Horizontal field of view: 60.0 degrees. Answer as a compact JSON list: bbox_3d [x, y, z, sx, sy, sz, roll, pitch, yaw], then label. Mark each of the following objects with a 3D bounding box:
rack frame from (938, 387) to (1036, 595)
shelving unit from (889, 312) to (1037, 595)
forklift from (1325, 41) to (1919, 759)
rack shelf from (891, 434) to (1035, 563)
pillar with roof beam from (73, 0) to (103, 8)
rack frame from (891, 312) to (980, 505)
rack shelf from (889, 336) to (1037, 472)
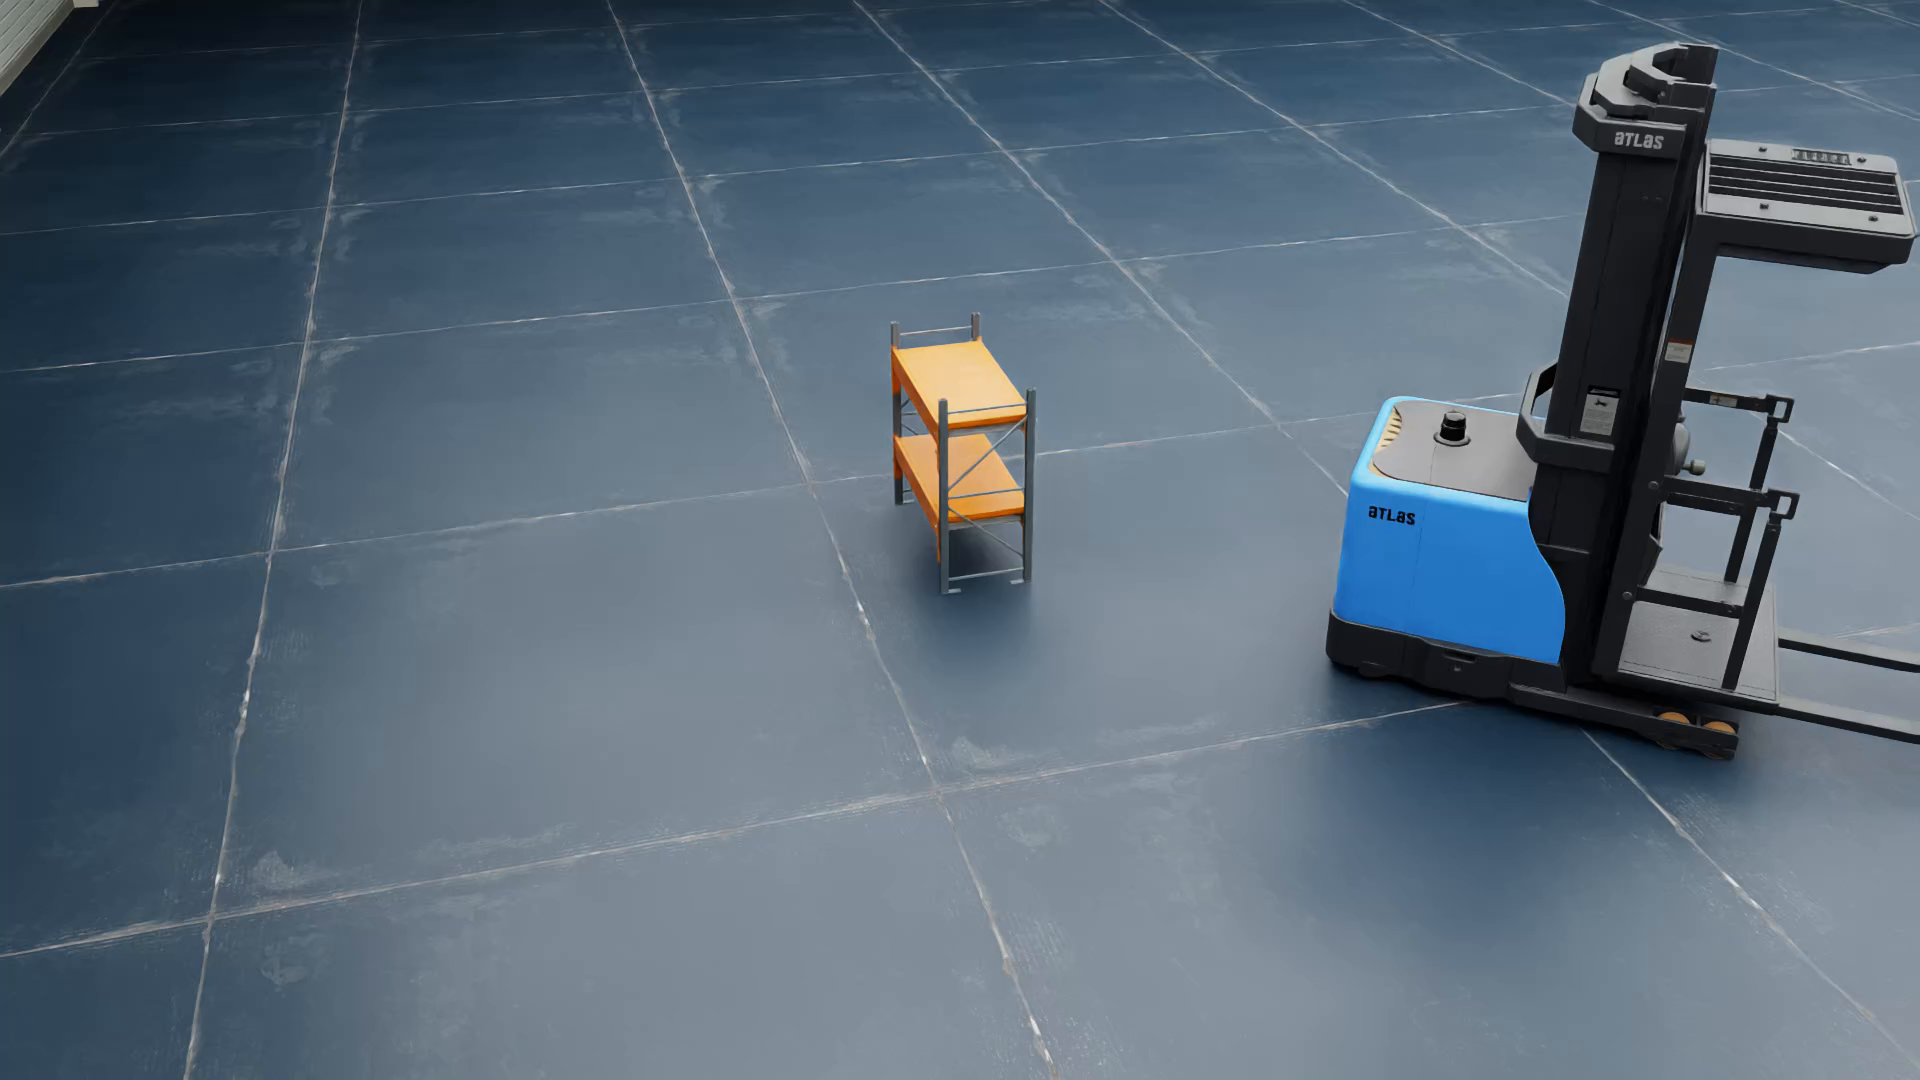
[{"bbox_3d":[0.137,-0.238,8.538,0.500,1.125,0.032,-8,31,-13],"label":"rack frame"},{"bbox_3d":[0.002,-0.484,8.963,0.538,1.125,1.048,-8,31,-13],"label":"shelving unit"},{"bbox_3d":[3.359,-0.579,7.325,3.031,2.935,1.130,12,32,19],"label":"forklift"},{"bbox_3d":[0.002,-0.272,9.085,0.538,0.278,1.000,-8,31,-13],"label":"rack shelf"},{"bbox_3d":[-6.811,-11.205,19.626,9.100,9.000,0.400,-8,31,-13],"label":"pillar with roof beam"},{"bbox_3d":[-0.133,-0.729,9.387,0.500,1.125,0.032,-8,31,-13],"label":"rack frame"},{"bbox_3d":[0.002,-0.737,8.816,0.538,0.278,1.000,-8,31,-13],"label":"rack shelf"}]
